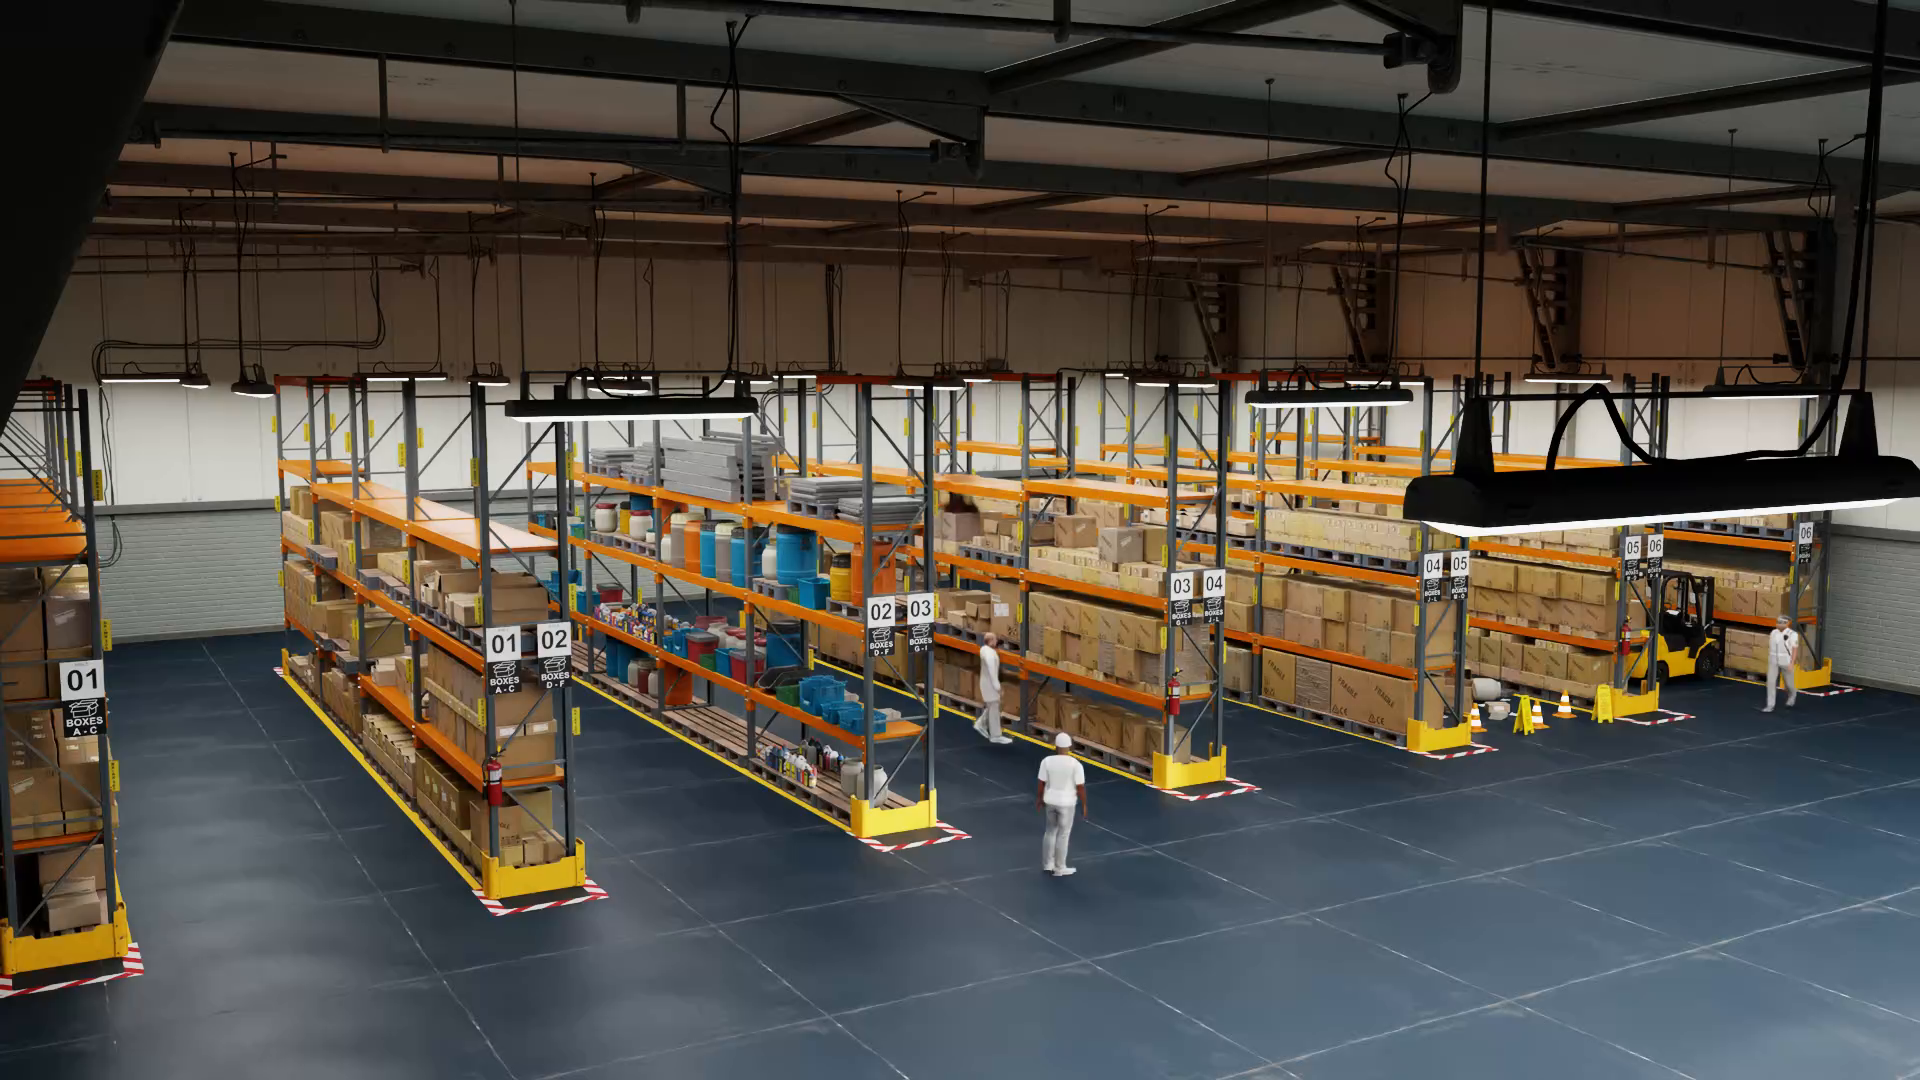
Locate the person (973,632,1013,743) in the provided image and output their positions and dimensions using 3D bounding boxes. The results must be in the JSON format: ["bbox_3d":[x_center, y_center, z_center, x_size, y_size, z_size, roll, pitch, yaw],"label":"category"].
[{"bbox_3d":[0.523,2.375,26.935,0.619,1.785,0.717,-1,6,-5],"label":"person"}]

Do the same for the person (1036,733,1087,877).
[{"bbox_3d":[1.251,3.231,20.416,0.644,1.772,0.457,5,8,37],"label":"person"}]

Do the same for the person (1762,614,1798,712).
[{"bbox_3d":[14.782,2.191,29.884,0.506,1.741,0.944,5,8,40],"label":"person"}]
